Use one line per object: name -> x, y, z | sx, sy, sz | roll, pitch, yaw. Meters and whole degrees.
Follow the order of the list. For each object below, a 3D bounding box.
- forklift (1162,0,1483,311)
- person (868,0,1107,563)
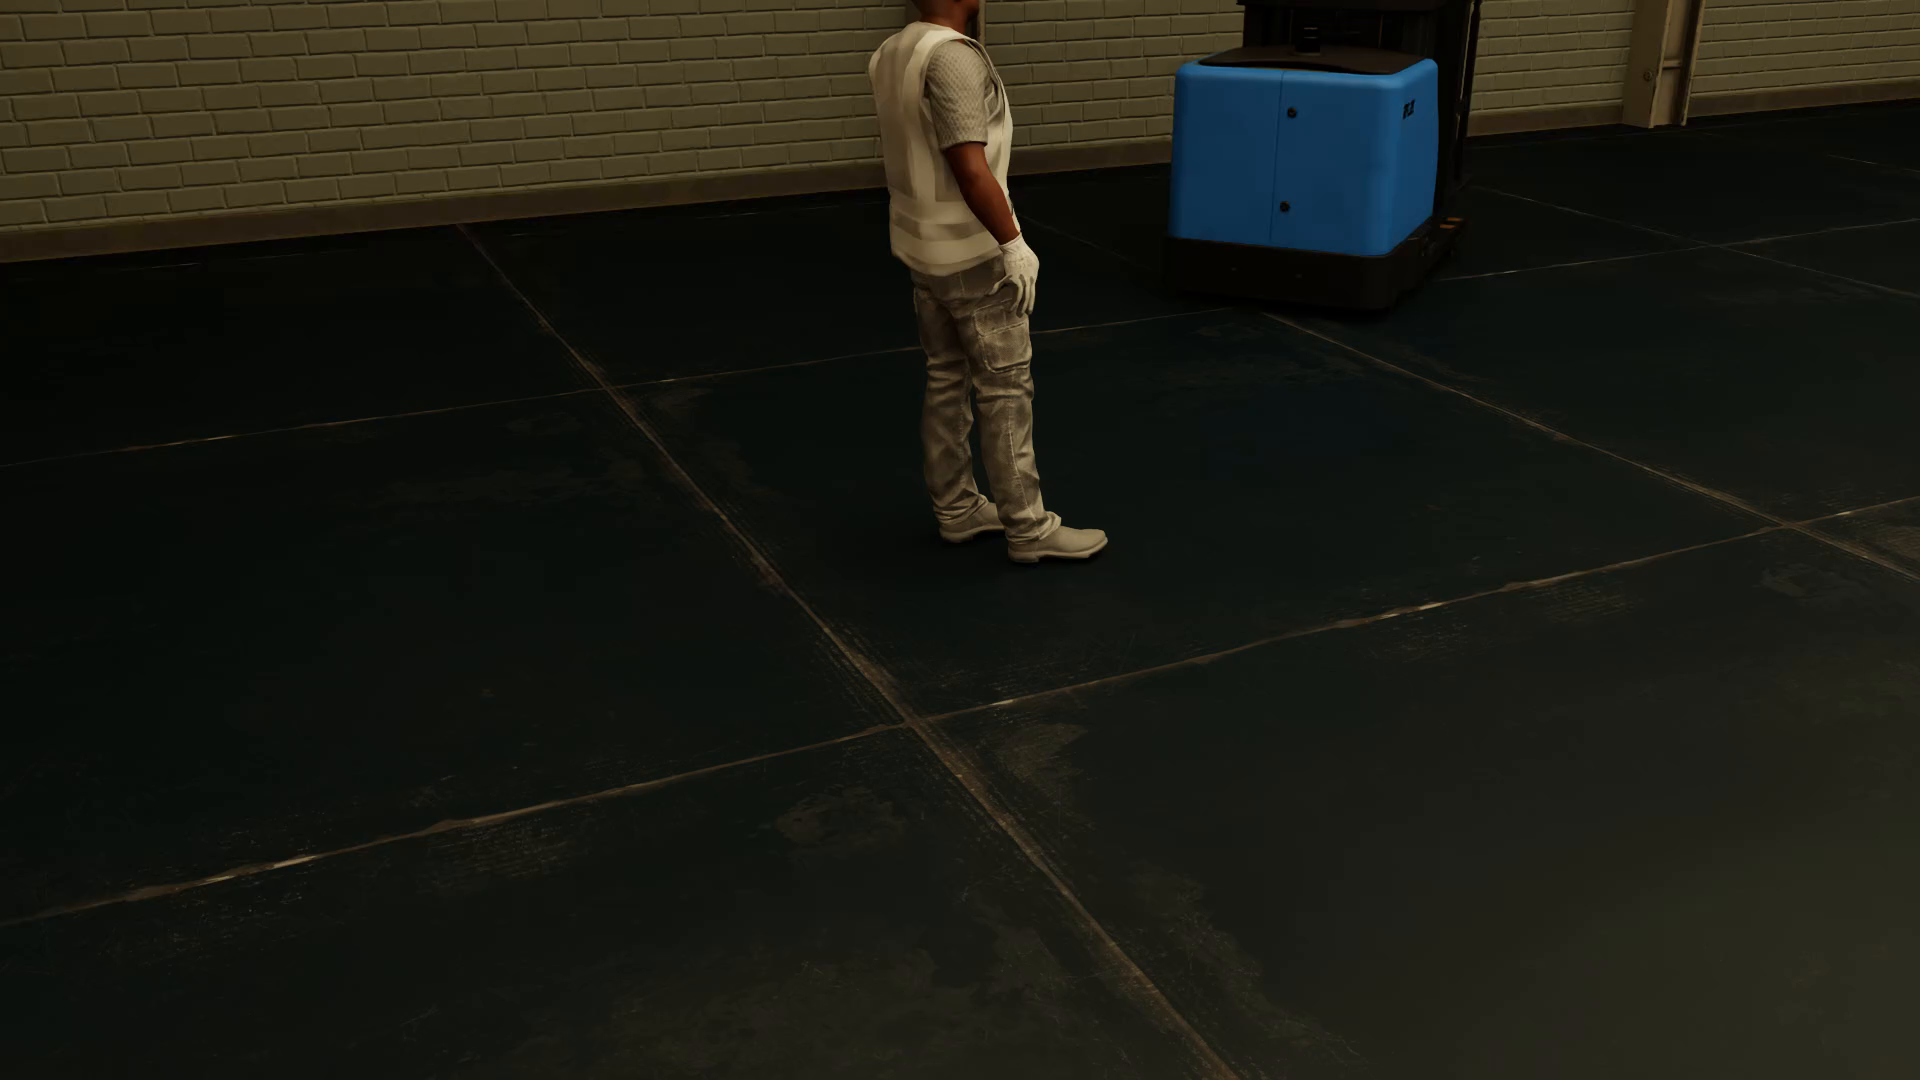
forklift -> 2.046, -2.900, 8.267 | 1.130, 2.935, 3.031 | 11, 25, 24
person -> 0.069, -0.839, 4.782 | 0.577, 1.782, 0.656 | -10, 25, -23
